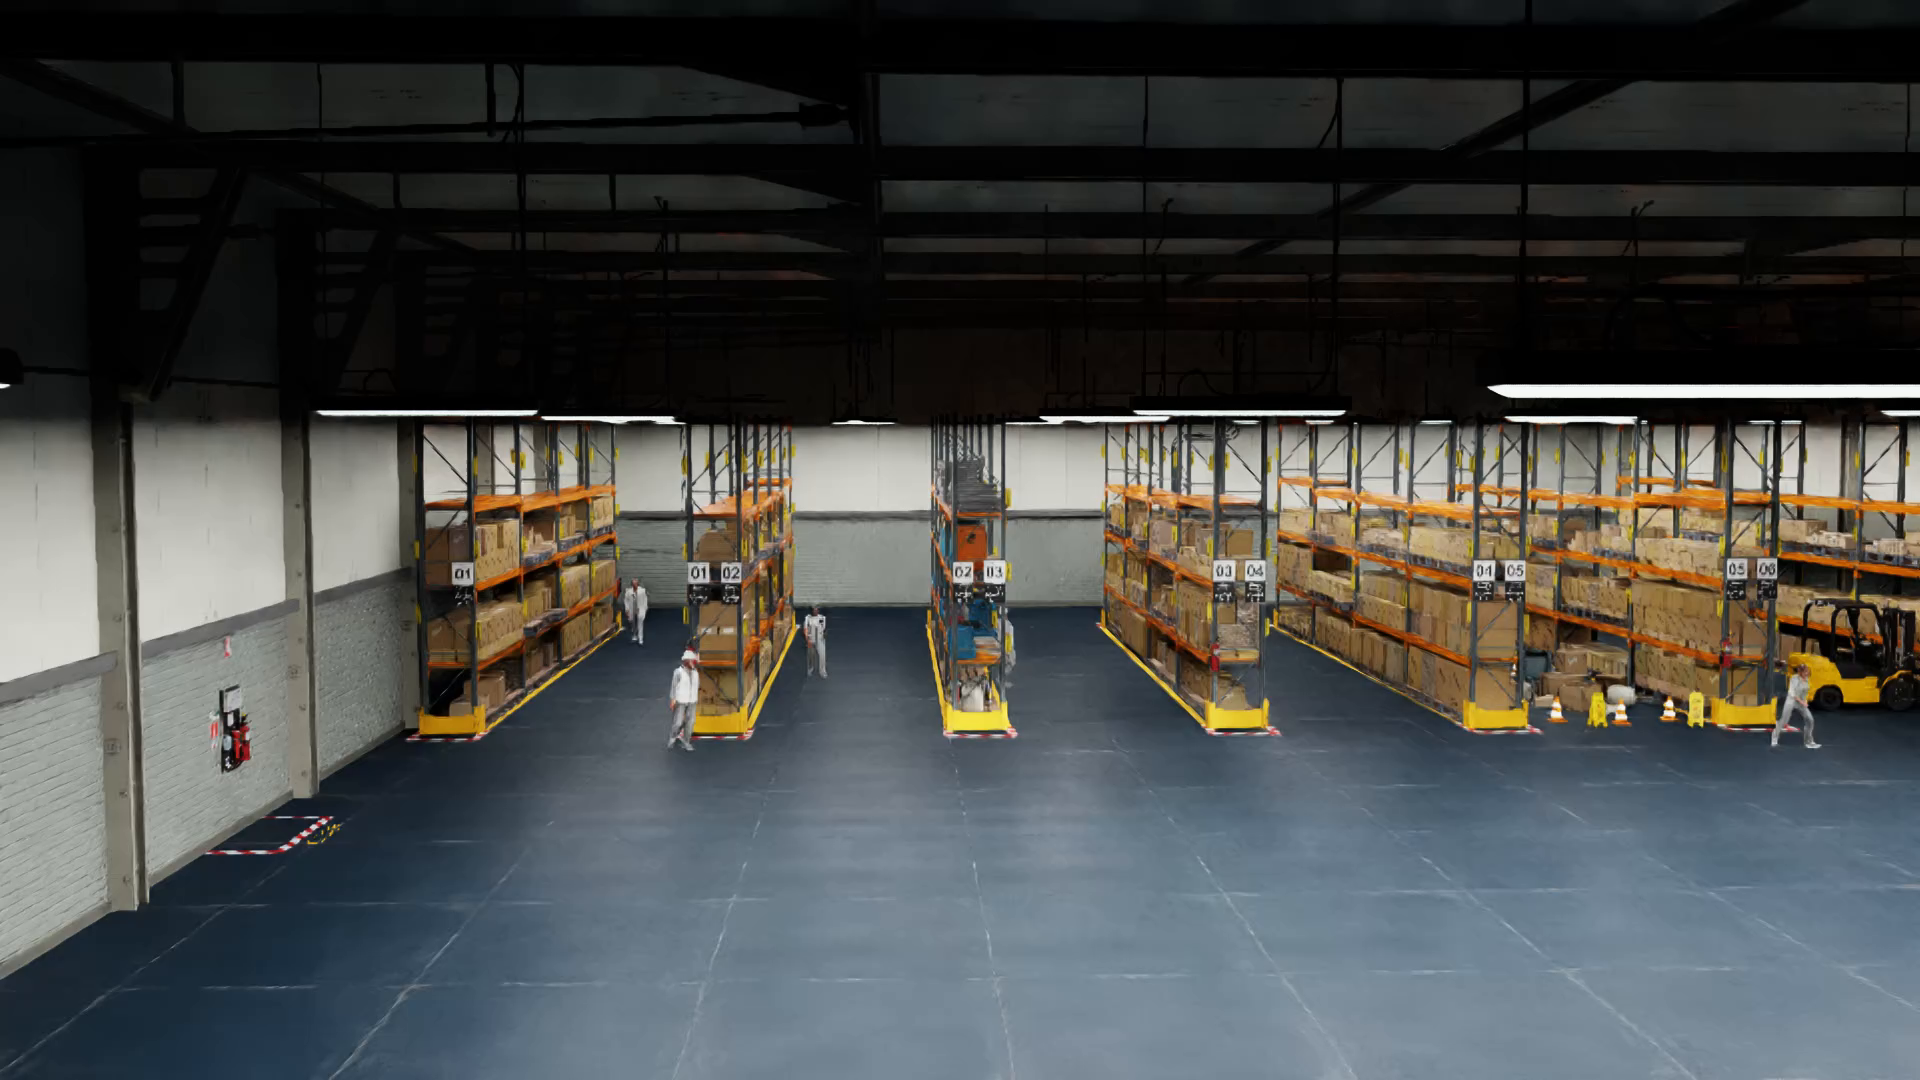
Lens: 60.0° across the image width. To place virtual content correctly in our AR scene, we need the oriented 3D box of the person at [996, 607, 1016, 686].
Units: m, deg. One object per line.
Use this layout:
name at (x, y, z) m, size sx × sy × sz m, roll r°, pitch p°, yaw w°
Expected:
person at (0.974, 2.344, 36.557) m, size 0.444 × 1.780 × 0.605 m, roll -1°, pitch 4°, yaw -19°

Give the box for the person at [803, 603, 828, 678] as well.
person at (-3.307, 2.274, 37.947) m, size 0.536 × 1.702 × 1.037 m, roll -1°, pitch 4°, yaw -10°

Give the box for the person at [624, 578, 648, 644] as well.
person at (-8.570, 1.854, 43.982) m, size 0.609 × 1.715 × 0.963 m, roll 0°, pitch 4°, yaw -4°

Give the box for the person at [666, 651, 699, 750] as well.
person at (-4.909, 2.837, 29.505) m, size 0.581 × 1.762 × 0.569 m, roll -3°, pitch 5°, yaw -38°

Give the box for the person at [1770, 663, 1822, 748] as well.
person at (14.905, 2.928, 29.664) m, size 0.562 × 1.527 × 0.782 m, roll -1°, pitch 4°, yaw -19°
